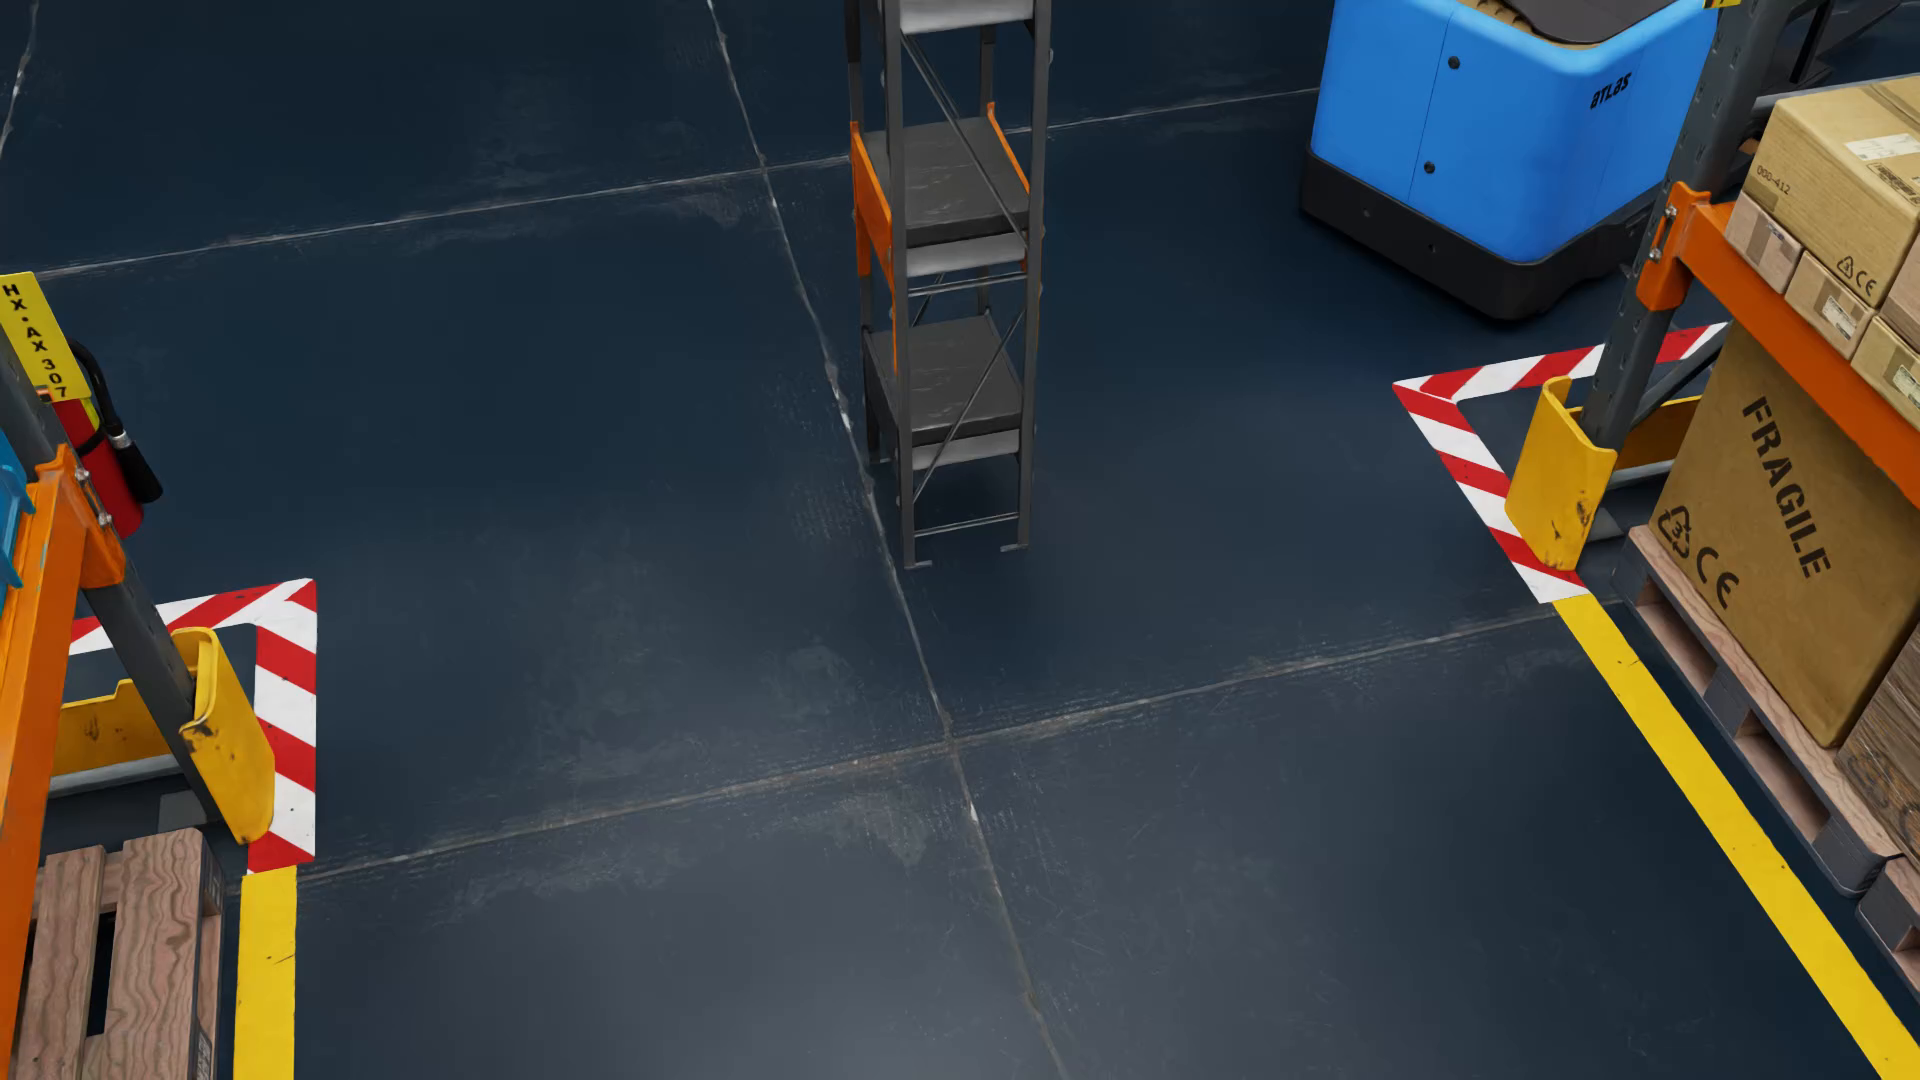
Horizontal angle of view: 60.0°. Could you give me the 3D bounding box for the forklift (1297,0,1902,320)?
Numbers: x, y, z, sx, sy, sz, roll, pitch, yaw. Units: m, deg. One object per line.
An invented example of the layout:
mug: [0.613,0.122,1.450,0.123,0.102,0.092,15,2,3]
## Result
forklift: [2.751,-2.715,5.858,3.031,2.935,1.130,-32,53,-27]

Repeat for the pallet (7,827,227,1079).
pallet: [-2.263,1.306,3.822,1.003,0.211,1.213,-11,47,-10]

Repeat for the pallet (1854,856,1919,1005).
pallet: [2.940,1.203,3.924,1.003,0.211,1.213,-11,47,-10]

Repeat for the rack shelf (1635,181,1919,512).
rack shelf: [2.863,0.481,3.182,1.077,0.370,4.000,-11,47,-10]

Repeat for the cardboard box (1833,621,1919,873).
cardboard box: [2.825,0.501,3.853,0.875,0.875,0.875,-11,47,-10]

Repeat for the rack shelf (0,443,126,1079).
rack shelf: [-1.925,1.387,2.295,1.077,0.370,4.000,-11,47,-10]

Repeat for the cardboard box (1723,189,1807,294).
cardboard box: [2.123,-0.758,4.069,0.380,0.149,0.250,-10,46,-10]

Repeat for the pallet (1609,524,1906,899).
pallet: [2.631,0.362,4.747,1.003,0.211,1.213,-11,47,-10]

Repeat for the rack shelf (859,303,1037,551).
rack shelf: [-0.042,-0.350,5.122,0.431,0.518,0.480,-11,47,-10]

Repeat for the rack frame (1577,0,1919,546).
rack frame: [2.351,-1.152,4.278,1.000,3.000,0.127,-11,47,-10]

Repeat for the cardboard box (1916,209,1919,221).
cardboard box: [2.341,-0.740,3.246,0.500,0.500,0.500,-12,47,-11]

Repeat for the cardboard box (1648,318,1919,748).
cardboard box: [2.592,-0.128,4.469,0.875,0.875,0.875,-11,47,-10]

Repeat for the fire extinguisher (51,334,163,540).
fire extinguisher: [-2.036,-0.276,3.735,0.296,0.674,0.183,-11,47,-10]

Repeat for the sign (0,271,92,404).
sign: [-1.909,-0.415,3.442,0.100,0.325,0.005,-11,47,-10]

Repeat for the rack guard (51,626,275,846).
rack guard: [-2.456,0.615,4.298,1.175,0.500,0.348,-11,47,-10]

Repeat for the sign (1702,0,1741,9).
sign: [1.813,-1.385,3.846,0.100,0.325,0.005,-11,47,-10]

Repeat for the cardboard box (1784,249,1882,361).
cardboard box: [2.190,-0.581,3.896,0.380,0.149,0.250,-11,47,-11]

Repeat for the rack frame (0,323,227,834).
rack frame: [-2.437,-0.246,3.391,1.000,3.000,0.127,-11,47,-10]

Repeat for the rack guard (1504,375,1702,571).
rack guard: [2.345,-0.293,5.187,1.175,0.500,0.348,-11,47,-10]

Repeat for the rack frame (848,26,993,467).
rack frame: [-0.105,-1.018,4.777,0.400,2.100,0.015,-11,47,-10]

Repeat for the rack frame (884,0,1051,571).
rack frame: [0.020,-0.681,4.447,0.400,2.100,0.015,-11,47,-10]

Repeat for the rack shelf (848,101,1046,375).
rack shelf: [-0.042,-0.840,4.622,0.431,0.518,0.480,-11,47,-10]

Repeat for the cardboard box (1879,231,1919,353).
cardboard box: [2.352,-0.465,3.502,0.500,0.250,0.500,-11,47,-11]

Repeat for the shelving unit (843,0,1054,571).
shelving unit: [-0.042,-0.849,4.612,0.431,2.100,0.503,-11,47,-10]

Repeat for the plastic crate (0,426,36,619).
plastic crate: [-2.171,-0.082,3.164,0.616,0.435,0.499,-11,47,-10]

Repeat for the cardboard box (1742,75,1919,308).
cardboard box: [2.213,-0.823,3.853,0.500,0.250,0.500,-12,47,-11]

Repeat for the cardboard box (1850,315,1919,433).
cardboard box: [2.256,-0.405,3.722,0.380,0.149,0.250,-12,47,-11]

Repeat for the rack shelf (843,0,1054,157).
rack shelf: [-0.042,-1.330,4.122,0.431,0.518,0.480,-11,47,-10]
